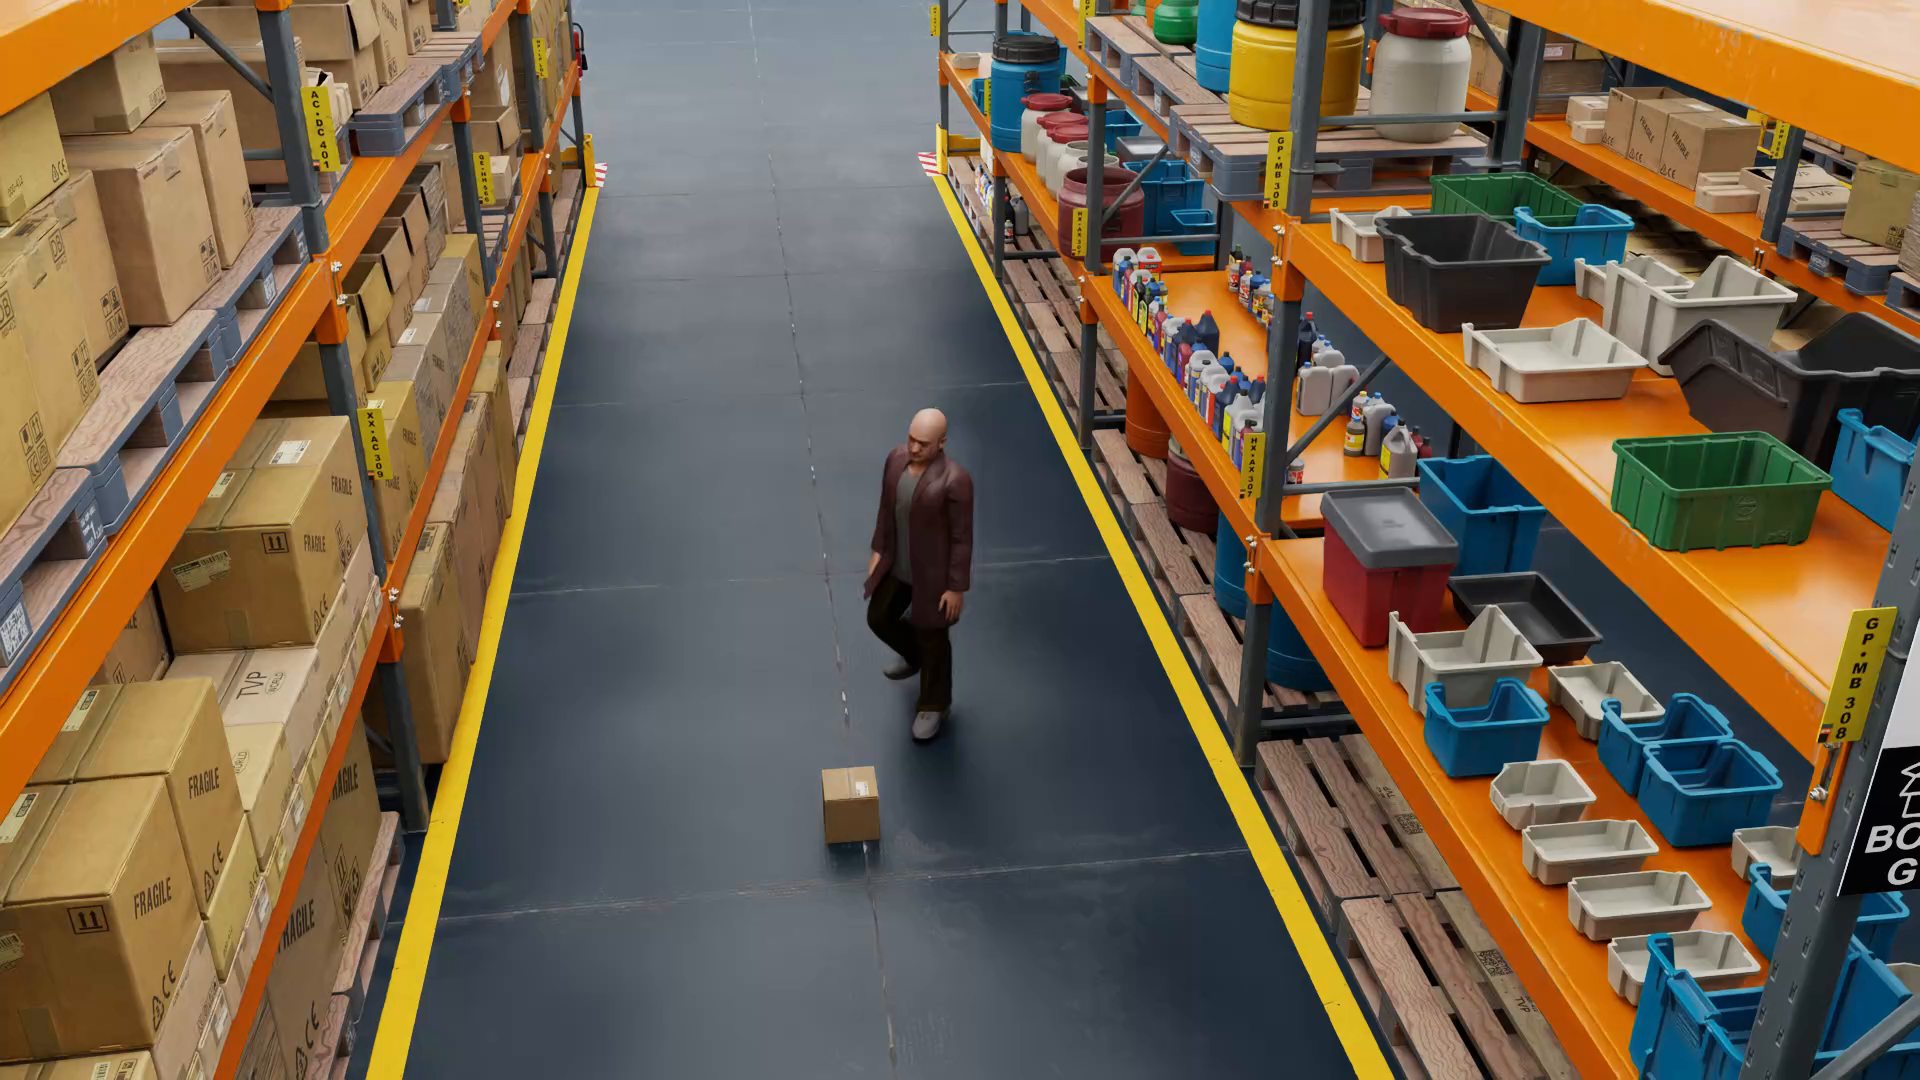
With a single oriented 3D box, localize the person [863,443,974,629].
[{"bbox_3d":[-0.207,-0.039,8.182,0.630,0.945,0.377,23,35,38],"label":"person"}]
